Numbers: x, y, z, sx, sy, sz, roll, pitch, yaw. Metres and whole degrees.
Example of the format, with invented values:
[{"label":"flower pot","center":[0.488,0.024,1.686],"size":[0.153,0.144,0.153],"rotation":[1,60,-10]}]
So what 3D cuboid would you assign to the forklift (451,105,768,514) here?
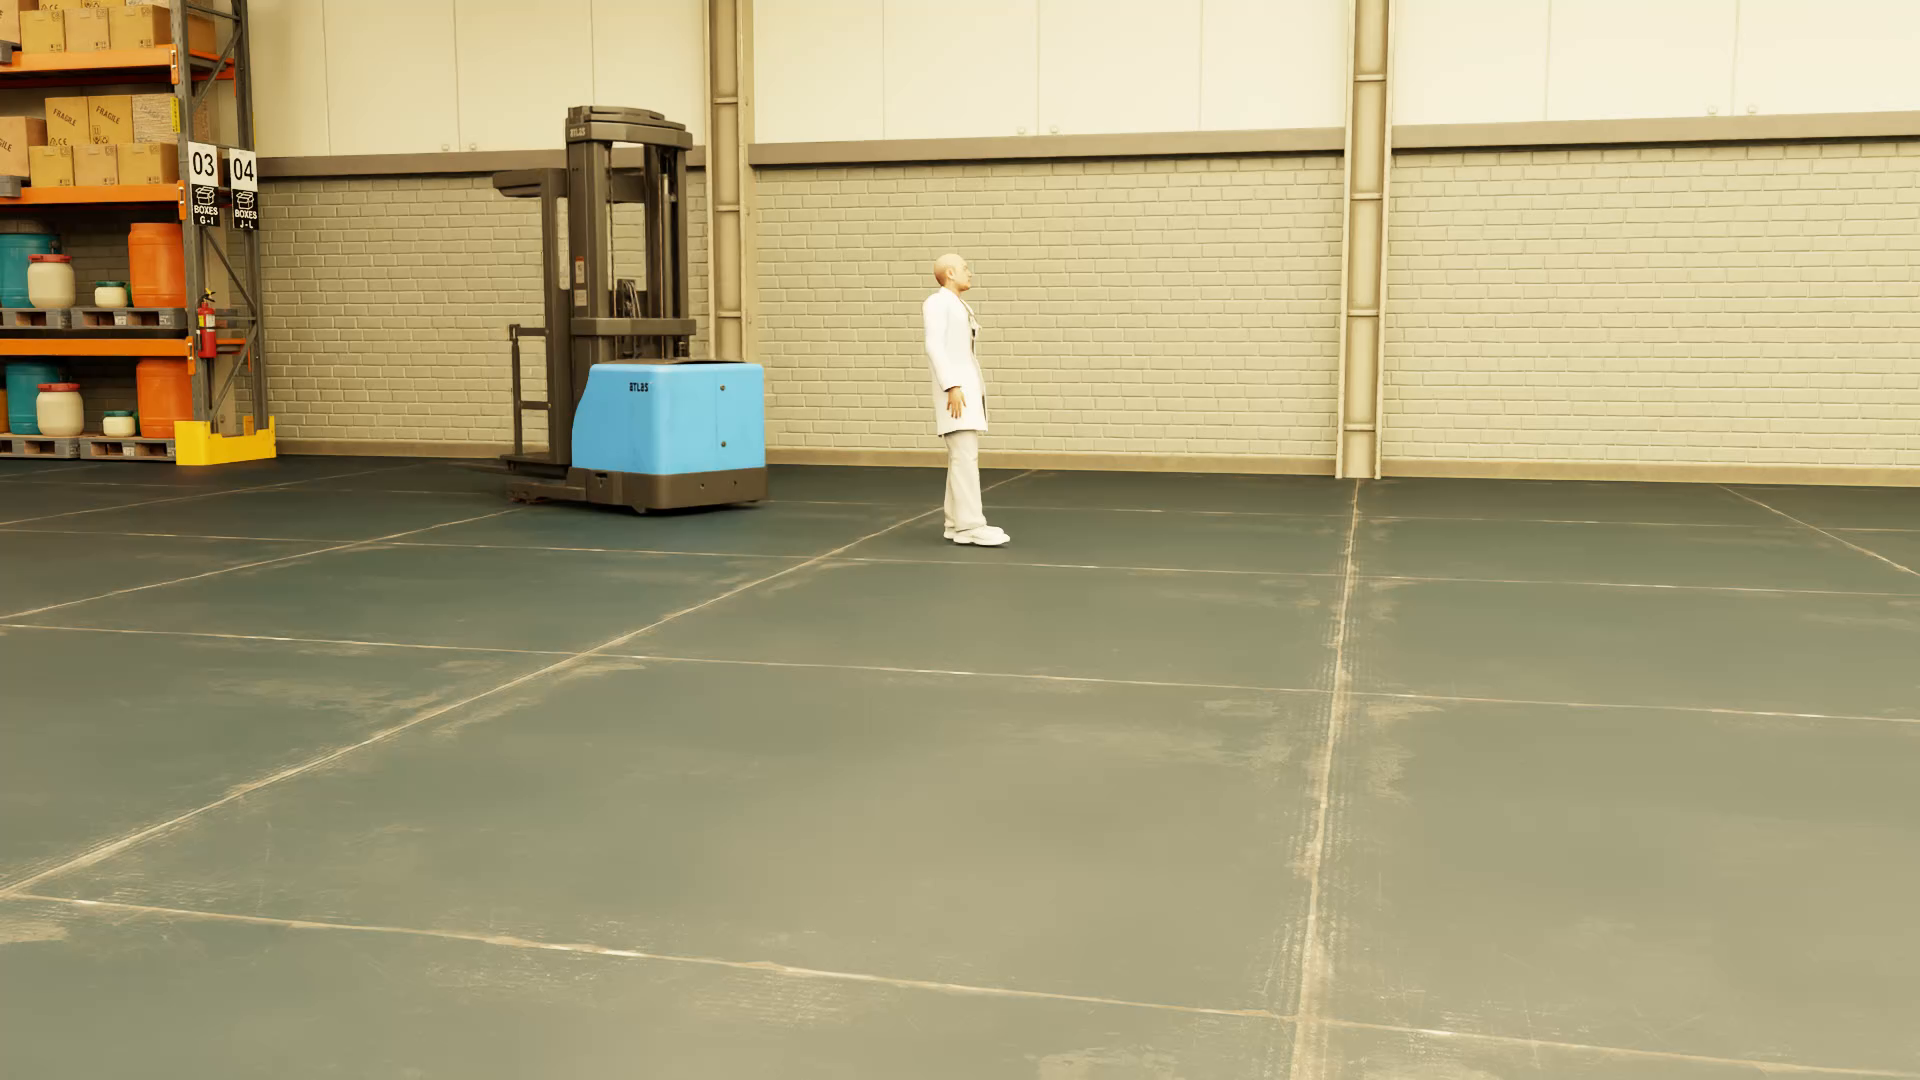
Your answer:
[{"label":"forklift","center":[-2.861,-1.770,12.828],"size":[3.031,2.935,1.130],"rotation":[6,10,42]}]

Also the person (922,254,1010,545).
[{"label":"person","center":[0.088,-0.886,10.363],"size":[0.578,1.777,0.696],"rotation":[2,7,14]}]
